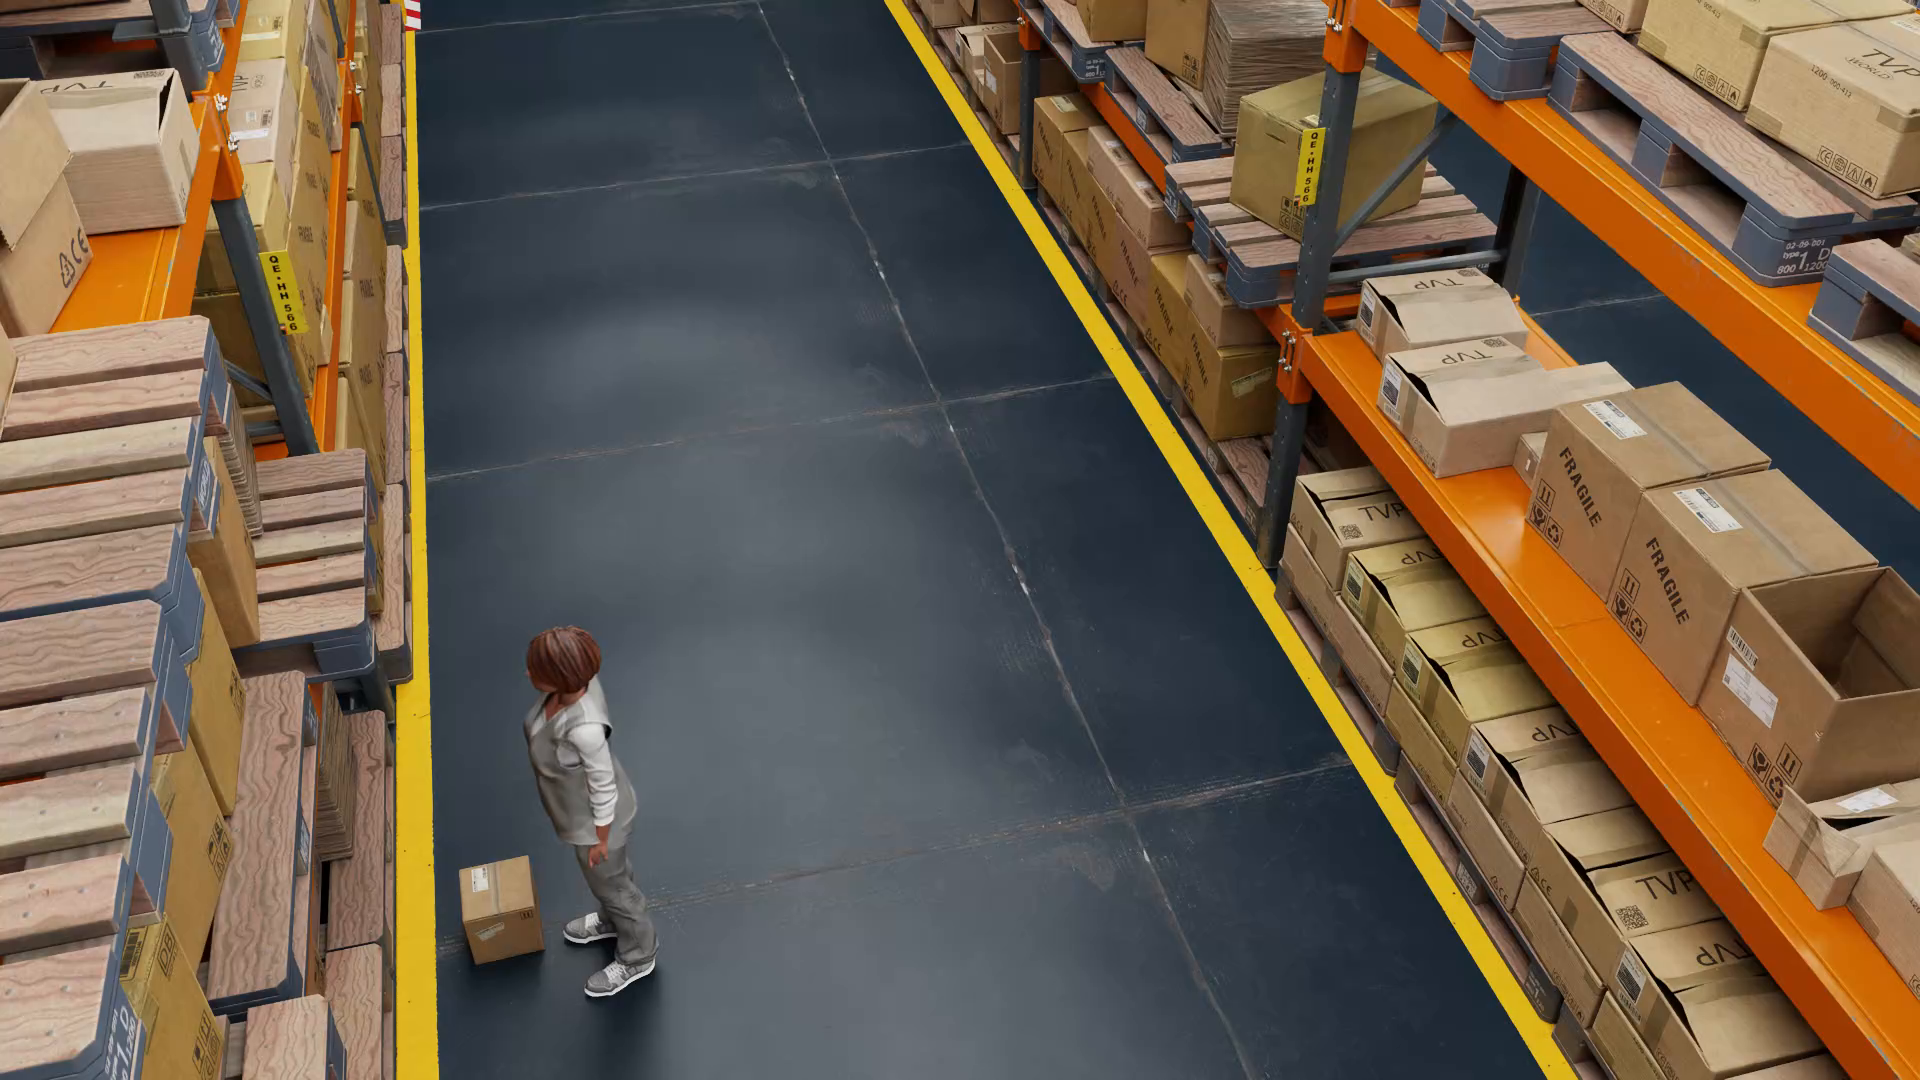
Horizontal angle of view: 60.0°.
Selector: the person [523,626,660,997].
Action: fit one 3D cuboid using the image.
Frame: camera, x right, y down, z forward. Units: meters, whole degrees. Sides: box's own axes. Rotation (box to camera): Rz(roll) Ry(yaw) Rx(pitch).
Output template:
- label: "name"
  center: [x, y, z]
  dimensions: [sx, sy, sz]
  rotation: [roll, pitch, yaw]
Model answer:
- label: "person"
  center: [-1.250, 0.907, 5.584]
  dimensions: [0.324, 1.603, 0.408]
  rotation: [-15, 41, -18]
